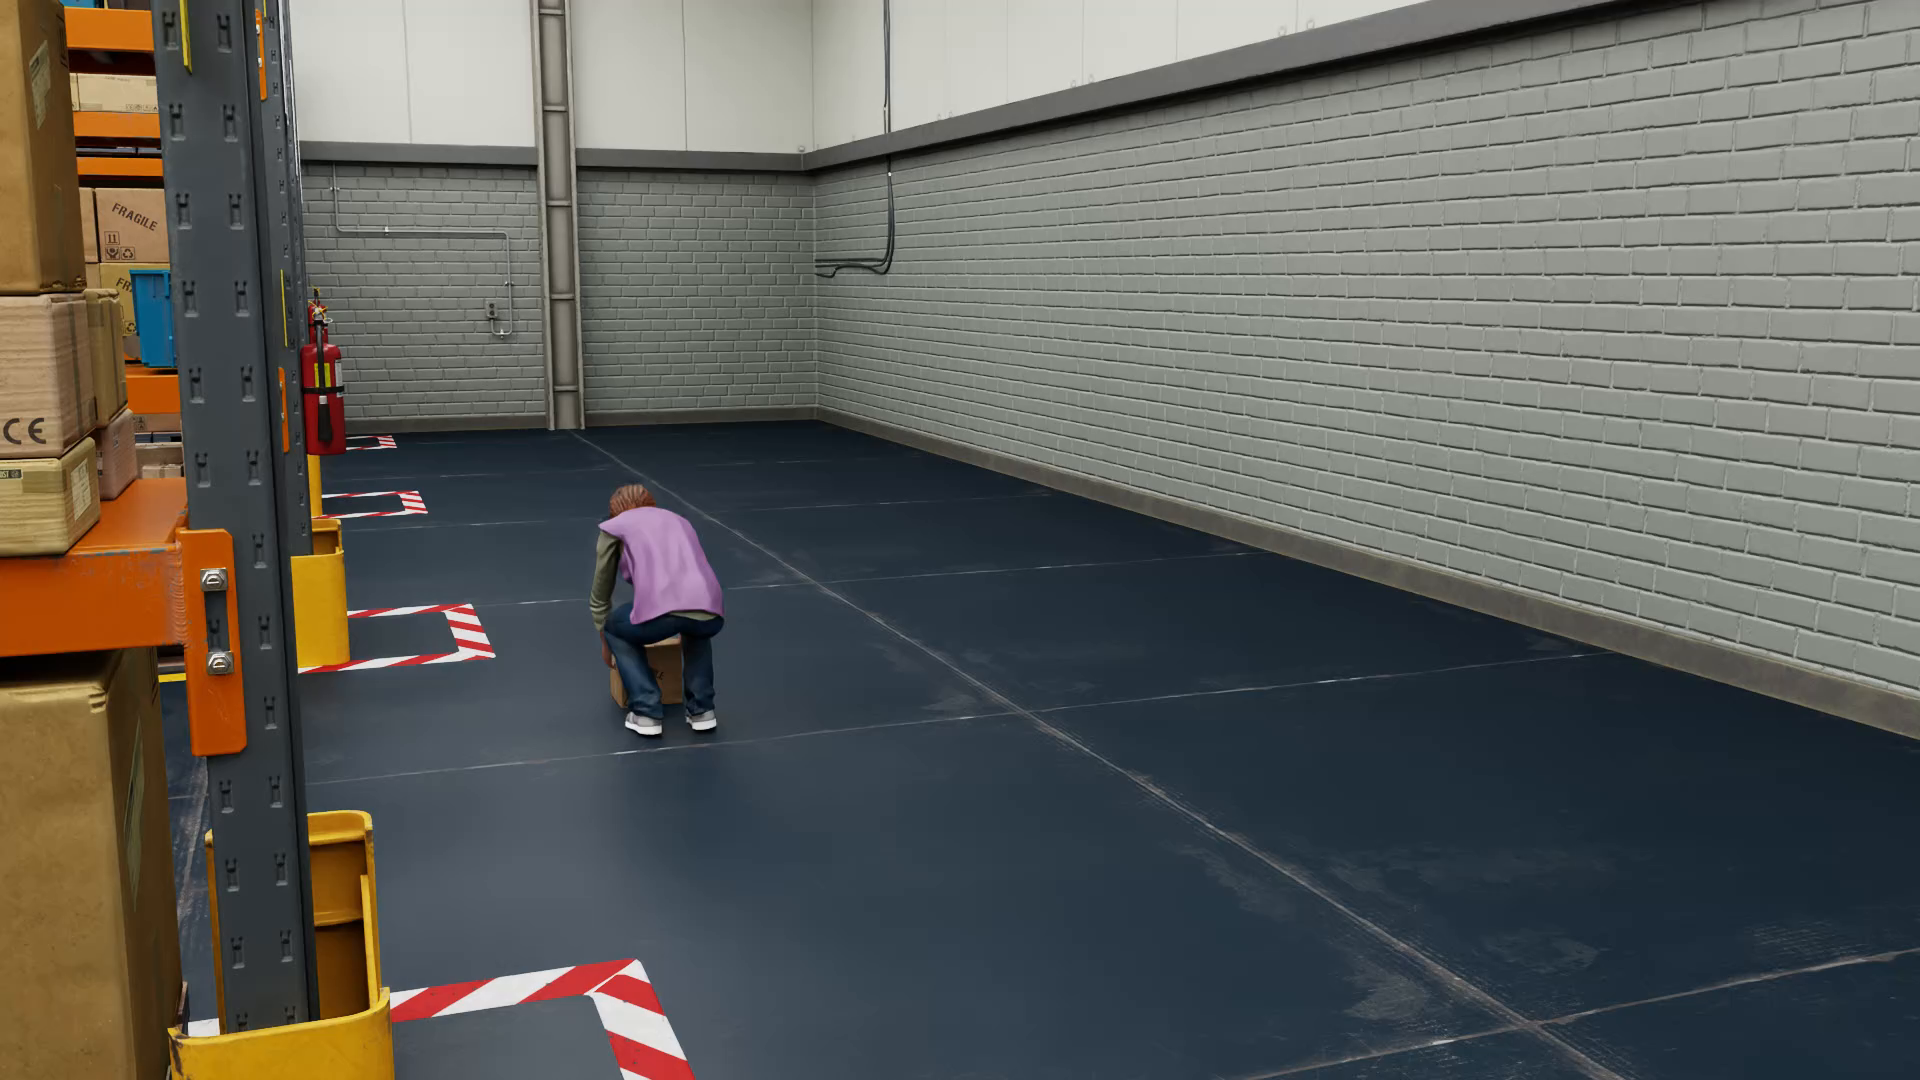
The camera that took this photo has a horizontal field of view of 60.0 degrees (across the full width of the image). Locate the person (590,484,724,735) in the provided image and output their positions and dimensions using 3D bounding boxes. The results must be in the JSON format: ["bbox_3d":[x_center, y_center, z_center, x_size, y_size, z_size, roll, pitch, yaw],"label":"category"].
[{"bbox_3d":[-1.169,0.271,6.426,0.449,0.898,0.792,-4,10,-21],"label":"person"}]
